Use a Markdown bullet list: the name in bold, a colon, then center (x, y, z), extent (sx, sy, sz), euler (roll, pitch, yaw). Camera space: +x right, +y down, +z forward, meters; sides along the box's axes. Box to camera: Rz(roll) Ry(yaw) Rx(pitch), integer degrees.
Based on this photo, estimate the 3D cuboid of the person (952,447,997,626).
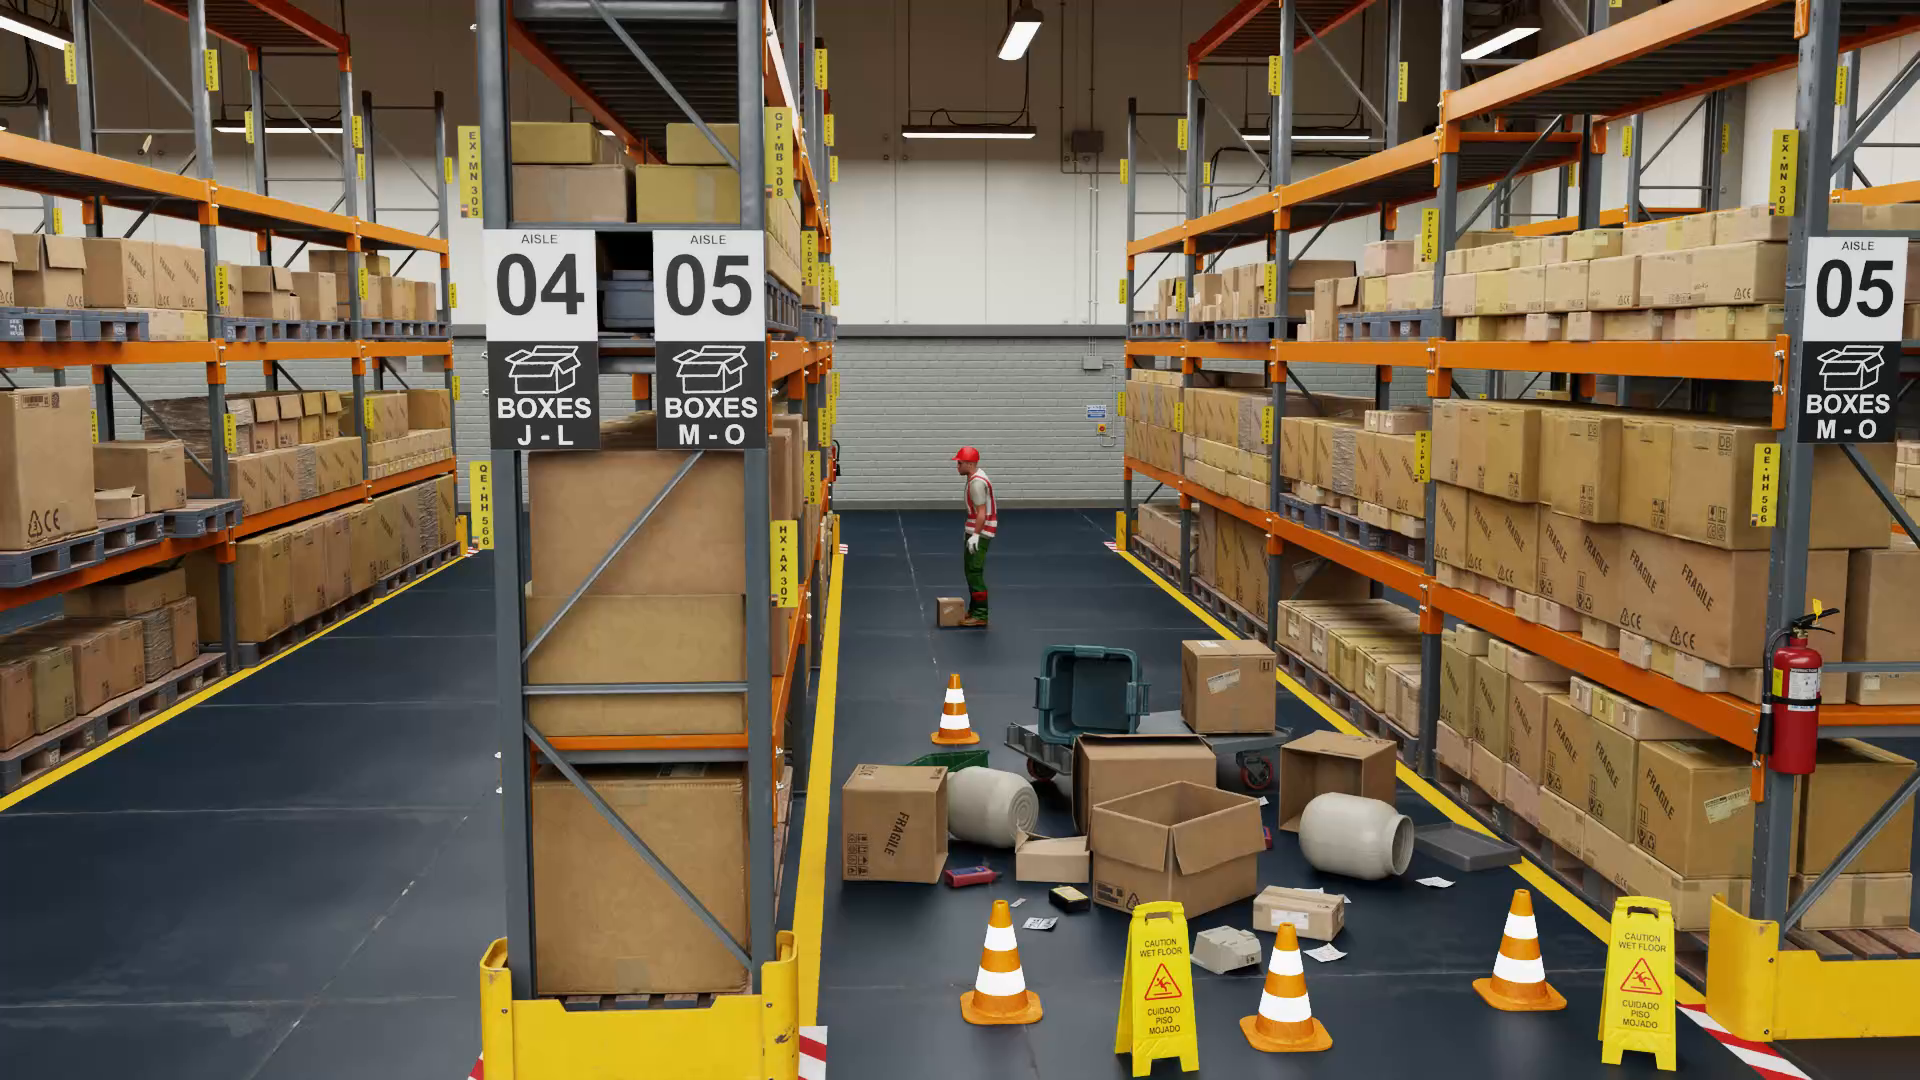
- **person**: center (0.136, -0.043, 16.541), extent (0.453, 1.778, 0.605), euler (0, 7, -4)
